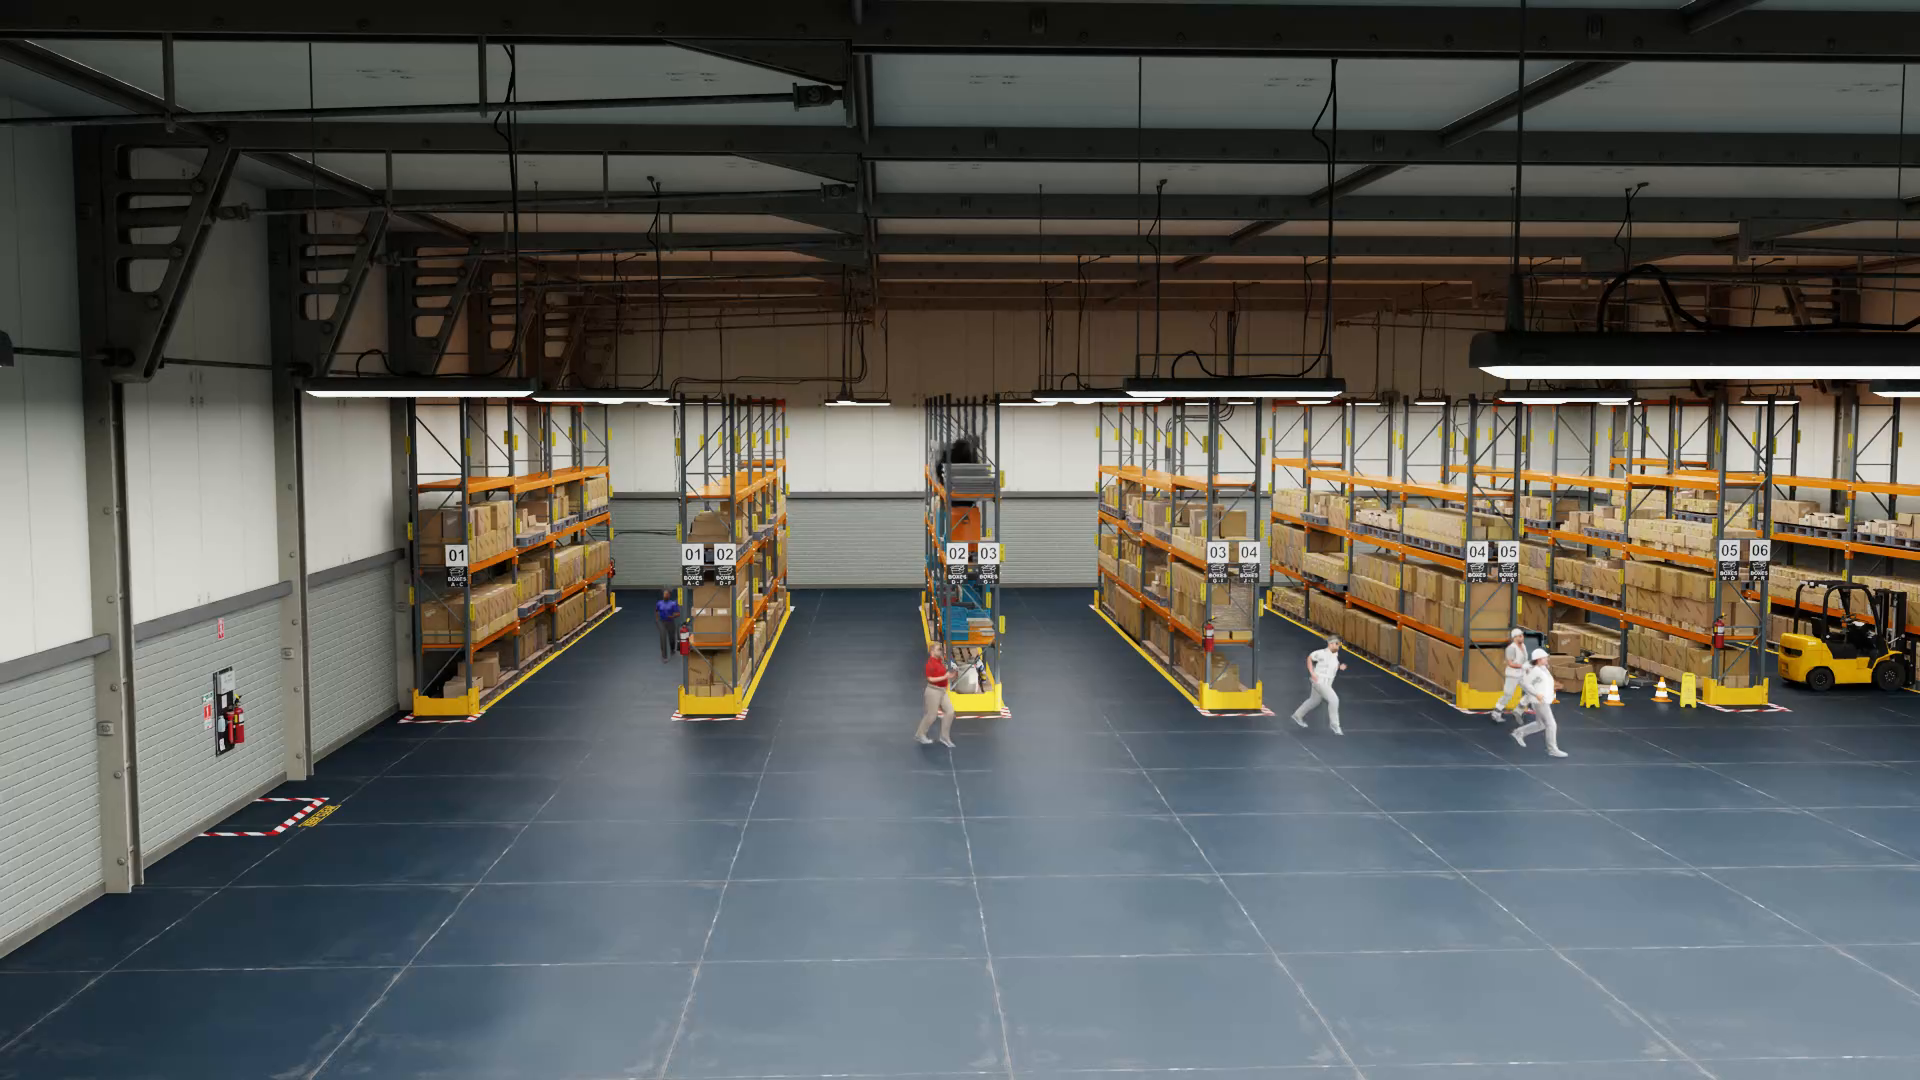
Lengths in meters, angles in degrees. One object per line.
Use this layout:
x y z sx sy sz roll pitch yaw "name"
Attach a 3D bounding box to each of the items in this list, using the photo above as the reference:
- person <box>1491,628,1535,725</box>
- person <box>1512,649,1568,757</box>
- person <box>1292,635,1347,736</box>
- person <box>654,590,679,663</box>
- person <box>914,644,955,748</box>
10.041 2.456 29.965 0.681 1.753 0.861 -3 6 -35 "person"
9.572 2.669 27.434 0.929 1.750 0.666 3 5 31 "person"
6.340 2.552 29.393 0.990 1.798 0.657 3 5 29 "person"
-6.647 1.932 37.669 0.588 1.623 0.834 0 5 -4 "person"
-0.401 2.650 28.112 0.748 1.797 0.640 2 5 23 "person"
